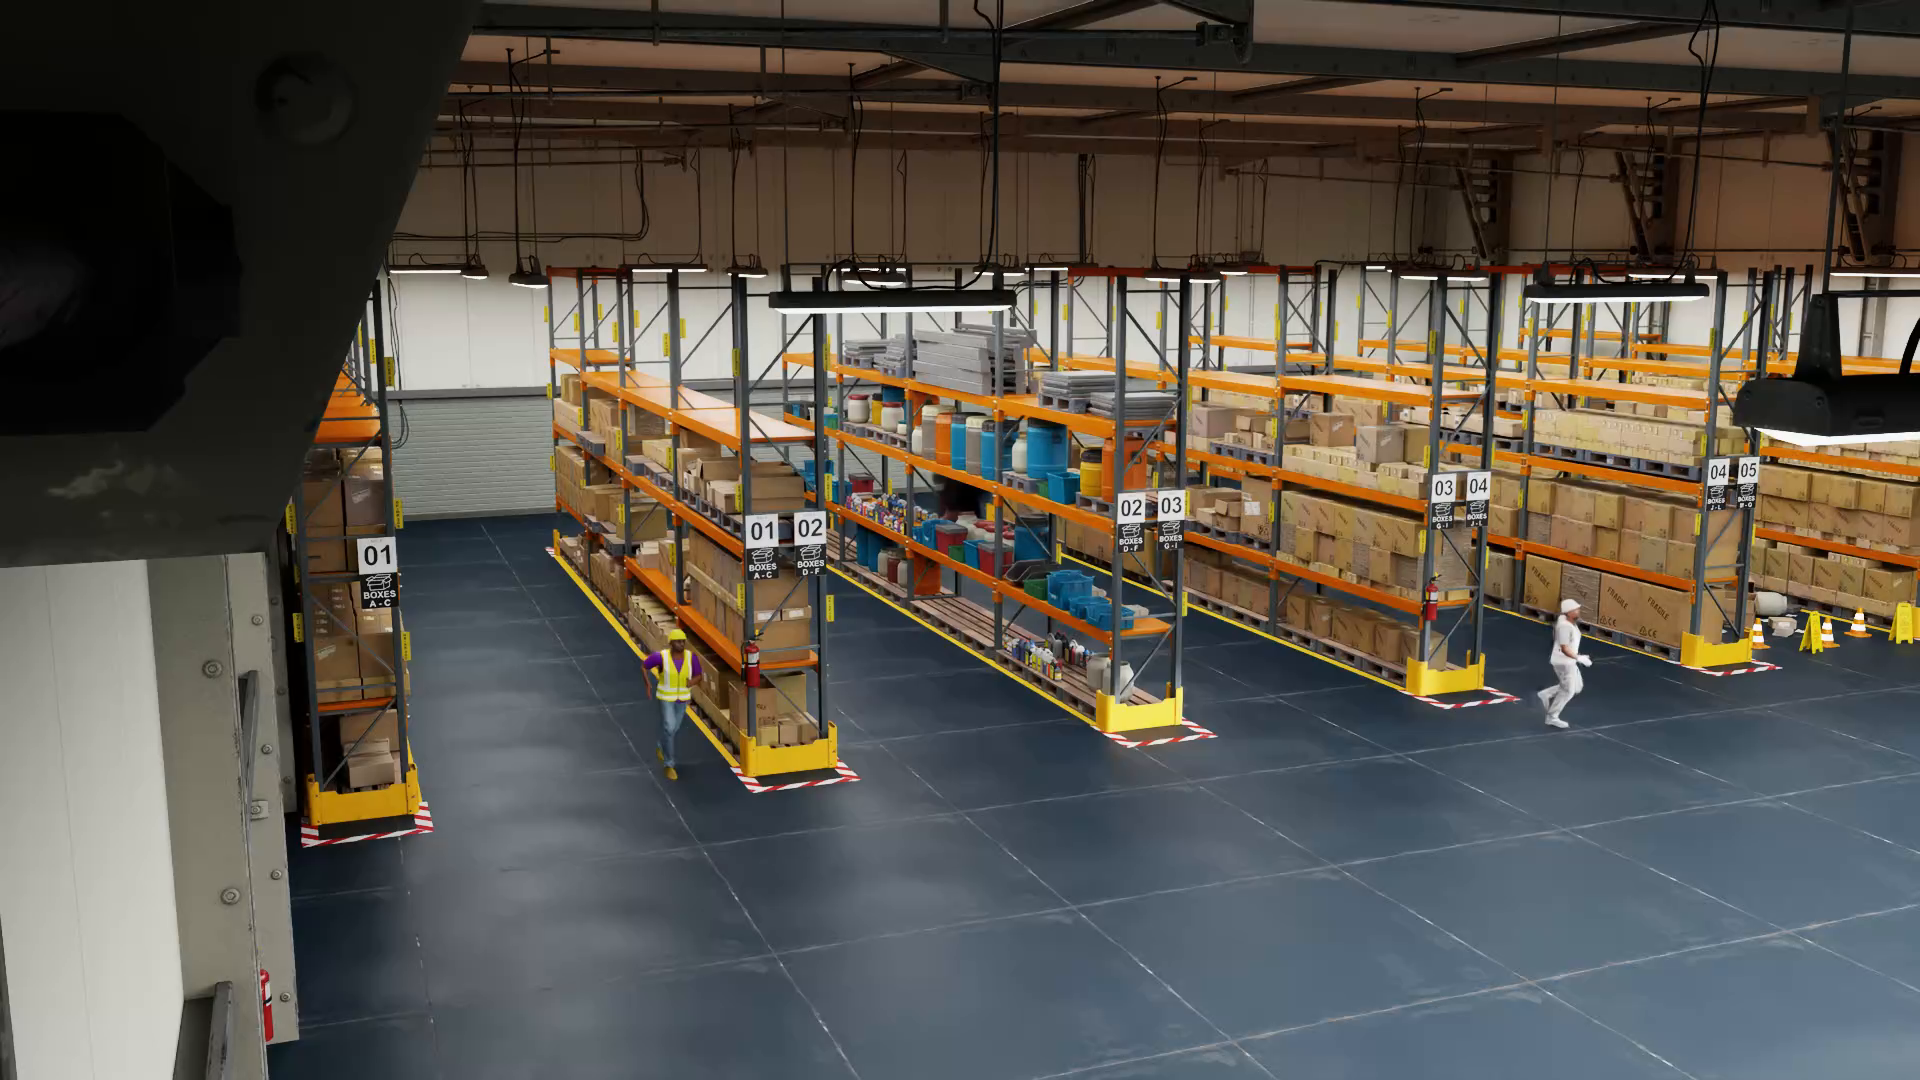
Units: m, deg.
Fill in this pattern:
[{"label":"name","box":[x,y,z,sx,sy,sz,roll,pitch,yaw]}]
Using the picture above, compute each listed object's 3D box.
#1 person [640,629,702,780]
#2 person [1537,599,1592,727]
[{"label":"person","box":[-3.505,1.955,20.389,0.705,1.779,0.846,-6,12,-31]},{"label":"person","box":[8.116,1.636,22.296,0.663,1.735,0.721,4,11,21]}]
